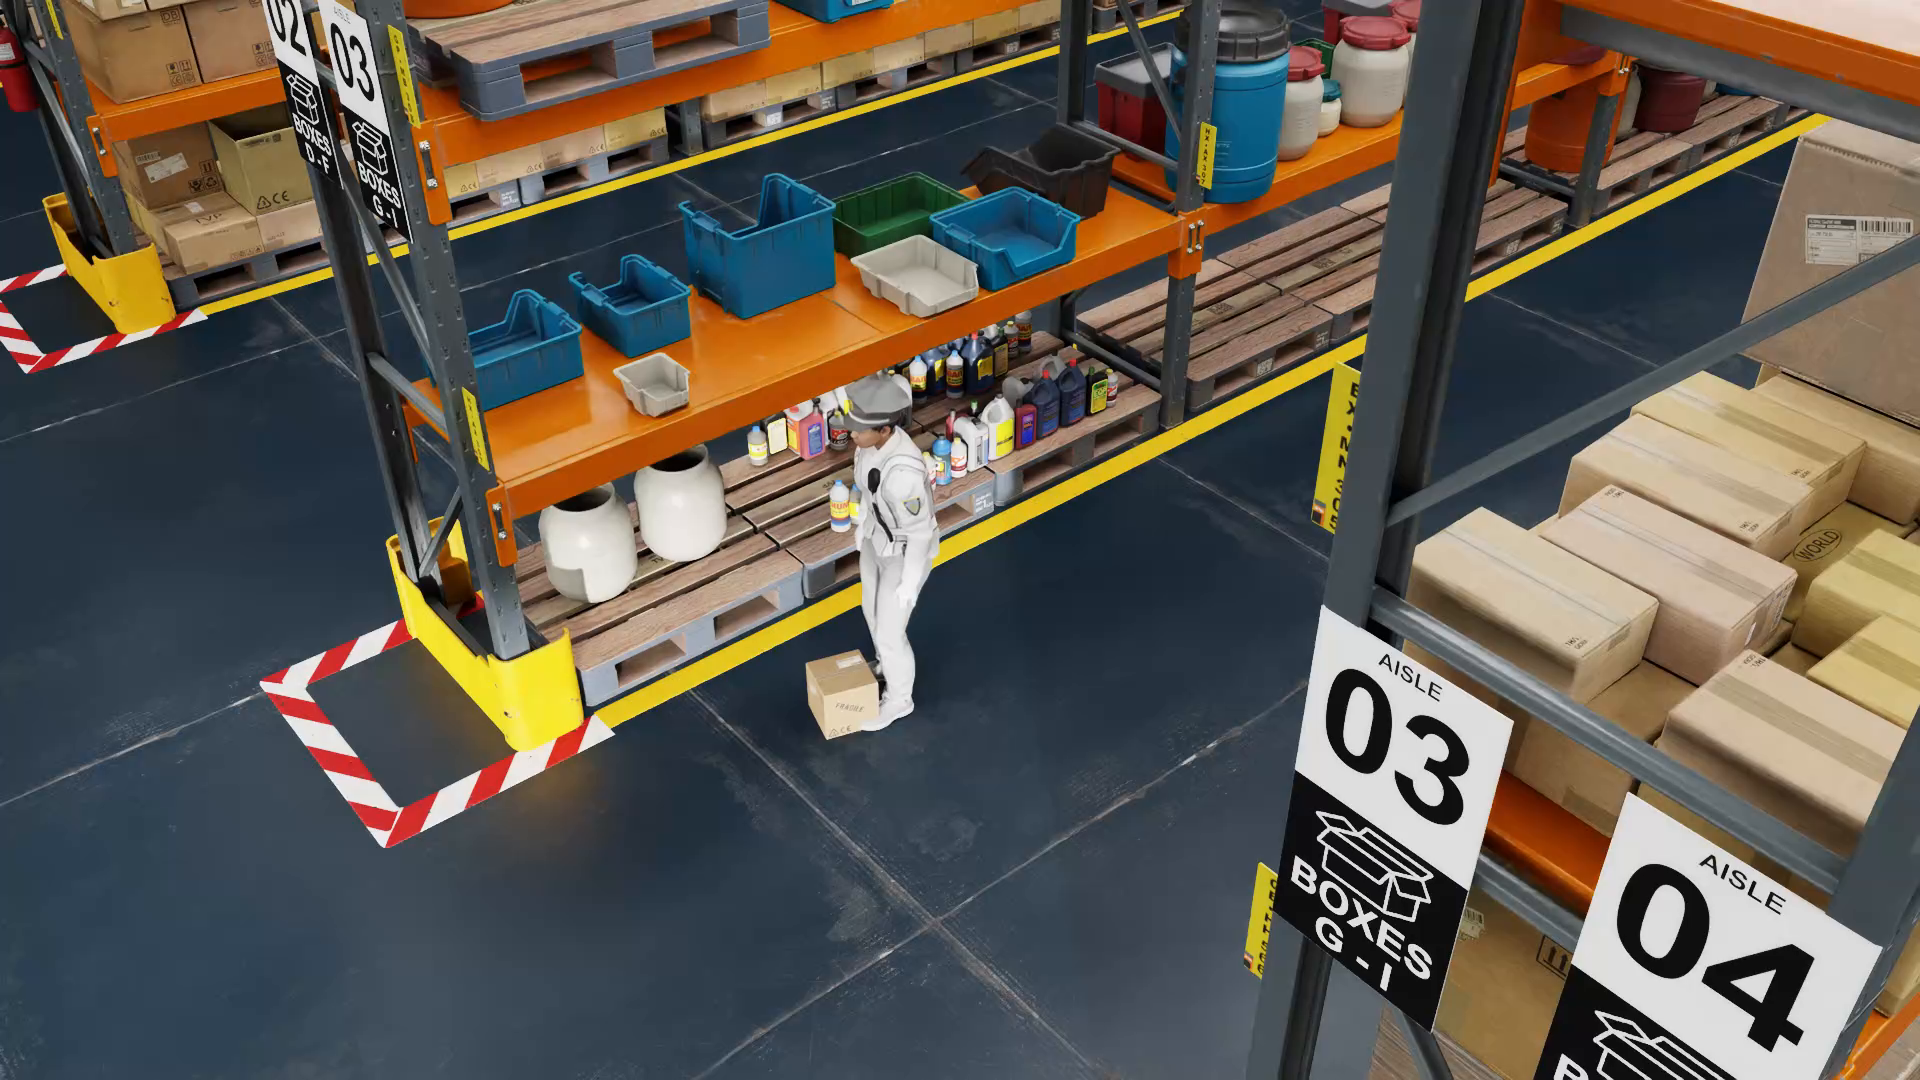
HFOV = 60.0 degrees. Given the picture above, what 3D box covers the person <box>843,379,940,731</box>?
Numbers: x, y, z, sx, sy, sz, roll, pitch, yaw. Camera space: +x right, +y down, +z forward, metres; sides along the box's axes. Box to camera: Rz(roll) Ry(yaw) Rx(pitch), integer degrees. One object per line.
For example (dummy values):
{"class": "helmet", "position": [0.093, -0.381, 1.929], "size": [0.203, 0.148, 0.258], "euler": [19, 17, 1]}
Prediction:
{"class": "person", "position": [-0.310, 0.062, 6.989], "size": [0.416, 1.662, 0.543], "euler": [-15, 39, -20]}
